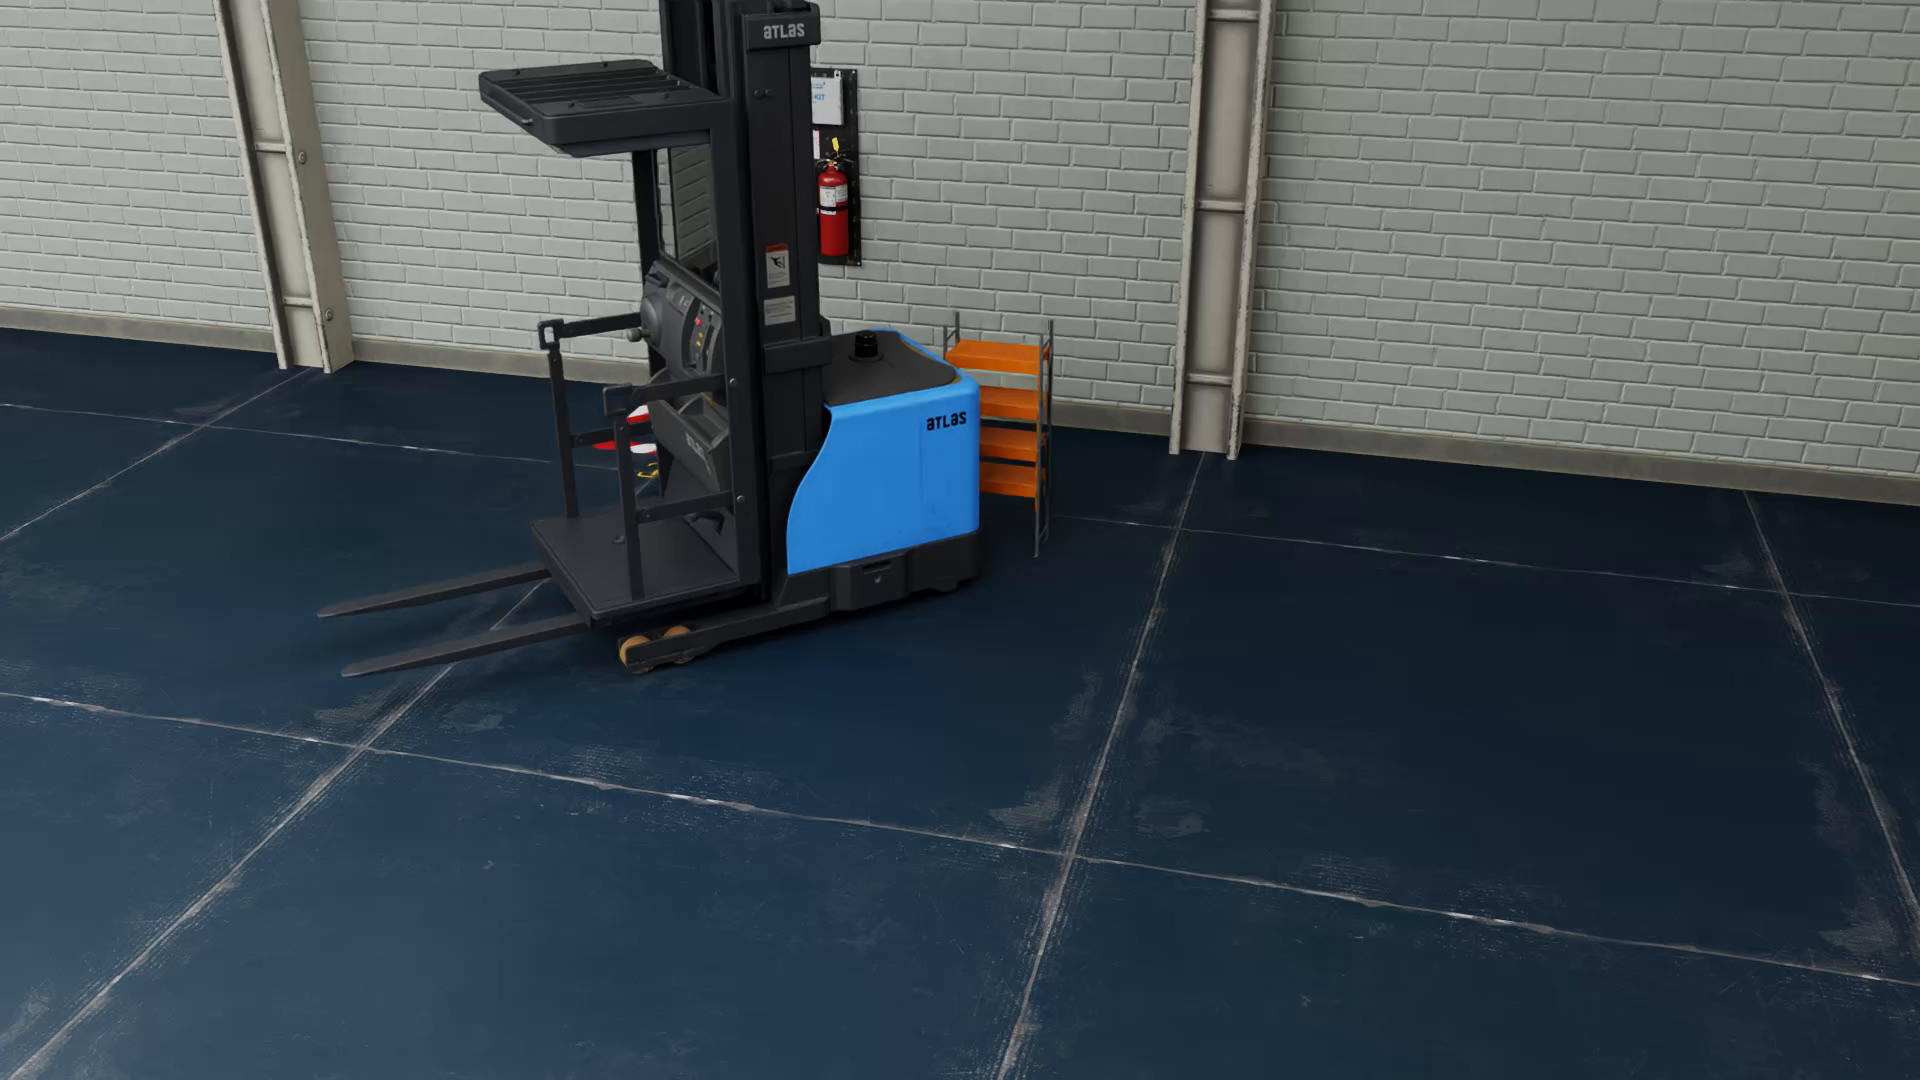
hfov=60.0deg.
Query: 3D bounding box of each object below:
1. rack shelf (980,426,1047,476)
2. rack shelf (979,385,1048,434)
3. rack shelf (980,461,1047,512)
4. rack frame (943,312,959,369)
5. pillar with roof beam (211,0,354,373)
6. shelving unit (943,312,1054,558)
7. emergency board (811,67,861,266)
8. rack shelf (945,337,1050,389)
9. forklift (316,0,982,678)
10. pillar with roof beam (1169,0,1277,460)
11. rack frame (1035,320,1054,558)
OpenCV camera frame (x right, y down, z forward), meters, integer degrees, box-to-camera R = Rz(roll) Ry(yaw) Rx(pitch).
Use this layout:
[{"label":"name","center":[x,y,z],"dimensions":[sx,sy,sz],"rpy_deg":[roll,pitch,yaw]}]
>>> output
[{"label":"rack shelf","center":[0.192,-0.469,8.496],"dimensions":[0.480,0.148,0.258],"rpy_deg":[7,26,14]},{"label":"rack shelf","center":[0.192,-0.671,8.400],"dimensions":[0.480,0.148,0.258],"rpy_deg":[7,26,14]},{"label":"rack shelf","center":[0.192,-0.290,8.581],"dimensions":[0.480,0.148,0.258],"rpy_deg":[7,26,14]},{"label":"rack frame","center":[-0.043,-0.559,8.527],"dimensions":[0.015,1.200,0.240],"rpy_deg":[7,26,14]},{"label":"pillar with roof beam","center":[-5.418,-3.467,5.564],"dimensions":[0.400,9.000,9.100],"rpy_deg":[6,26,13]},{"label":"shelving unit","center":[0.192,-0.530,8.467],"dimensions":[0.503,1.200,0.258],"rpy_deg":[7,26,14]},{"label":"emergency board","center":[-0.919,-2.189,9.858],"dimensions":[0.643,1.169,0.194],"rpy_deg":[6,26,13]},{"label":"rack shelf","center":[0.192,-0.885,8.298],"dimensions":[0.480,0.148,0.258],"rpy_deg":[7,26,14]},{"label":"forklift","center":[-1.434,-0.981,7.401],"dimensions":[3.031,2.935,1.130],"rpy_deg":[-13,28,-25]},{"label":"pillar with roof beam","center":[0.393,-2.825,4.215],"dimensions":[0.400,9.000,9.100],"rpy_deg":[6,26,13]},{"label":"rack frame","center":[0.426,-0.501,8.407],"dimensions":[0.015,1.200,0.240],"rpy_deg":[7,26,14]}]
